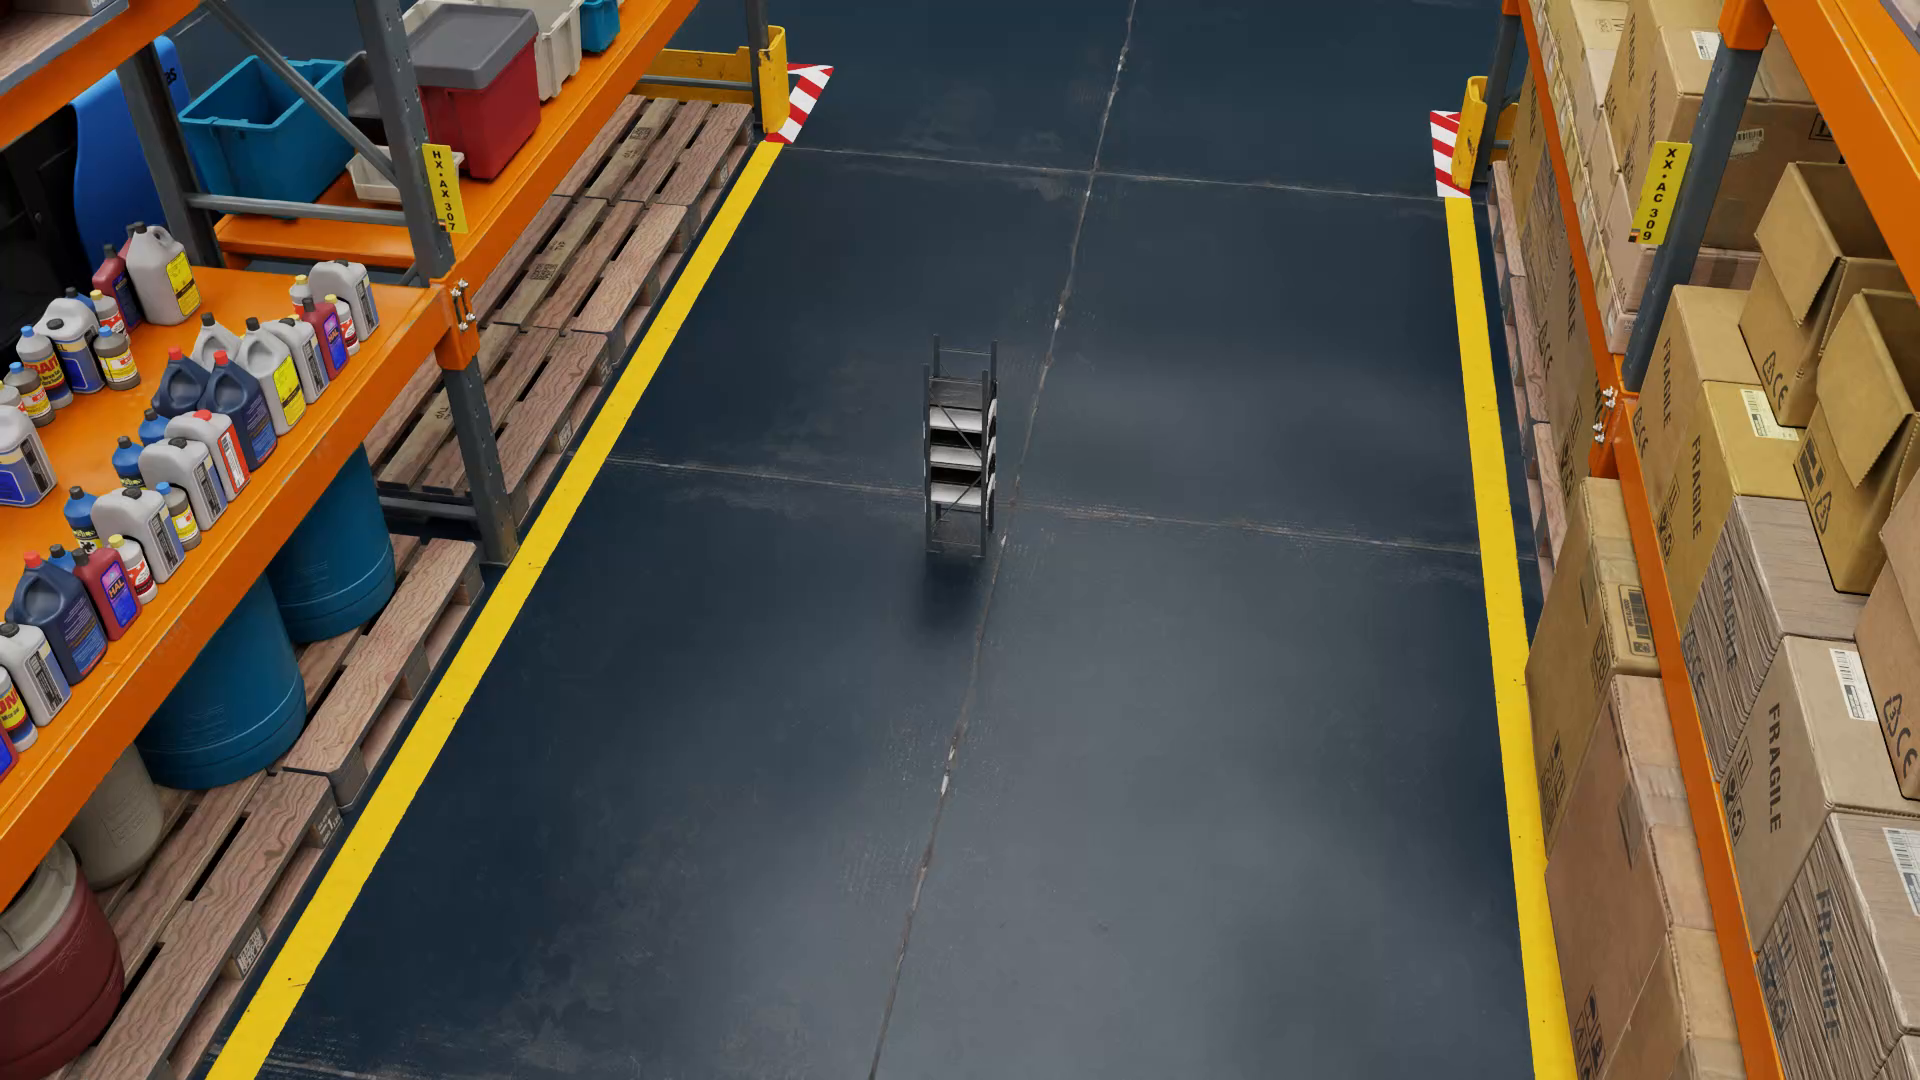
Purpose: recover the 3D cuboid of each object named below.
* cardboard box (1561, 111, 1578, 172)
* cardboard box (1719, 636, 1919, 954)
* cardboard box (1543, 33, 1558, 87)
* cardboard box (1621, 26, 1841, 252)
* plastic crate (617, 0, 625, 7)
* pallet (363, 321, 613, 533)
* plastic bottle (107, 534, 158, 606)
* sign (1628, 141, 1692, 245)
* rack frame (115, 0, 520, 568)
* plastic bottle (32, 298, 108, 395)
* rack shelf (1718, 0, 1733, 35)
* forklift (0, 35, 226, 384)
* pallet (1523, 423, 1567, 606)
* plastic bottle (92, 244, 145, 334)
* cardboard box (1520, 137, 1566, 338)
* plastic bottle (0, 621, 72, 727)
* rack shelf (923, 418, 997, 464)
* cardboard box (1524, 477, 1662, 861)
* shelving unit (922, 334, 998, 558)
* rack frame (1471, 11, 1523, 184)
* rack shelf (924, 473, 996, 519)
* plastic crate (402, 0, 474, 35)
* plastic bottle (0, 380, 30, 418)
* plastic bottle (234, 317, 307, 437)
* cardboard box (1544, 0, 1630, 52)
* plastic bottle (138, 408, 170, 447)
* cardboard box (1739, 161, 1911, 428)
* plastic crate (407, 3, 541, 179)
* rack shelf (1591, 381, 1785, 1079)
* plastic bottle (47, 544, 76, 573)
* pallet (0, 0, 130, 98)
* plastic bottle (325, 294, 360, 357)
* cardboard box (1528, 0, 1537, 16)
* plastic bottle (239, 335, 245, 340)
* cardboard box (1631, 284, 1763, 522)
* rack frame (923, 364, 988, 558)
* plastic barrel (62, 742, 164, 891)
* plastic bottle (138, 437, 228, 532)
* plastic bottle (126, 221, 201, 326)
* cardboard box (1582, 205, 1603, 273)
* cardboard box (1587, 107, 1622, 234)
[{"bbox_3d":[2.553,-1.529,6.442,0.380,0.149,0.250,6,40,7],"label":"cardboard box"},{"bbox_3d":[2.017,0.586,3.609,0.500,0.500,0.500,7,40,9],"label":"cardboard box"},{"bbox_3d":[2.686,-2.011,7.026,0.380,0.149,0.250,6,40,7],"label":"cardboard box"},{"bbox_3d":[2.417,-1.255,5.210,0.500,0.500,0.500,7,40,9],"label":"cardboard box"},{"bbox_3d":[-1.670,-2.492,7.570,0.298,0.136,0.250,6,40,8],"label":"plastic crate"},{"bbox_3d":[-2.189,-0.529,7.224,1.003,0.211,1.213,6,40,8],"label":"pallet"},{"bbox_3d":[-2.235,0.074,4.463,0.097,0.201,0.097,0,40,0],"label":"plastic bottle"},{"bbox_3d":[2.054,-1.016,4.883,0.100,0.325,0.005,6,40,8],"label":"sign"},{"bbox_3d":[-2.278,-1.138,5.772,1.000,3.000,0.127,6,40,8],"label":"rack frame"},{"bbox_3d":[-2.796,-0.612,5.233,0.152,0.276,0.135,6,40,8],"label":"plastic bottle"},{"bbox_3d":[2.947,-2.725,5.903,1.077,0.370,4.000,6,40,8],"label":"rack shelf"},{"bbox_3d":[-4.612,-1.897,6.745,1.130,2.935,3.031,9,40,10],"label":"forklift"},{"bbox_3d":[2.809,0.015,6.567,1.003,0.211,1.213,6,40,8],"label":"pallet"},{"bbox_3d":[-2.784,-0.826,5.486,0.061,0.283,0.133,6,40,8],"label":"plastic bottle"},{"bbox_3d":[3.103,-1.463,7.504,0.875,0.875,0.875,6,40,8],"label":"cardboard box"},{"bbox_3d":[-2.337,0.314,4.113,0.152,0.276,0.135,6,40,8],"label":"plastic bottle"},{"bbox_3d":[0.001,-0.396,6.433,0.258,0.077,0.200,6,40,8],"label":"rack shelf"},{"bbox_3d":[2.510,0.469,5.166,1.225,0.875,0.875,7,40,8],"label":"cardboard box"},{"bbox_3d":[0.001,-0.352,6.469,0.258,0.900,0.210,6,40,8],"label":"shelving unit"},{"bbox_3d":[3.293,-3.102,8.148,1.000,3.000,0.127,6,40,8],"label":"rack frame"},{"bbox_3d":[0.001,-0.187,6.605,0.258,0.077,0.200,6,40,8],"label":"rack shelf"},{"bbox_3d":[-2.272,-2.185,7.199,0.293,0.136,0.466,6,40,8],"label":"plastic crate"},{"bbox_3d":[-2.877,-0.391,5.025,0.097,0.201,0.097,0,40,0],"label":"plastic bottle"},{"bbox_3d":[-2.114,-0.506,5.046,0.144,0.351,0.185,6,40,8],"label":"plastic bottle"},{"bbox_3d":[2.770,-2.245,6.996,0.500,0.250,0.500,5,40,6],"label":"cardboard box"},{"bbox_3d":[-2.304,-0.261,4.813,0.097,0.271,0.097,0,40,0],"label":"plastic bottle"},{"bbox_3d":[2.498,-0.615,4.274,0.797,0.503,0.637,5,40,7],"label":"cardboard box"},{"bbox_3d":[-1.876,-1.718,6.377,0.402,0.464,0.583,6,40,8],"label":"plastic crate"},{"bbox_3d":[2.254,0.941,3.822,1.077,0.370,4.000,6,40,8],"label":"rack shelf"},{"bbox_3d":[-2.318,0.124,4.347,0.097,0.271,0.097,0,40,0],"label":"plastic bottle"},{"bbox_3d":[-2.510,-1.006,3.407,1.003,0.211,1.213,6,40,8],"label":"pallet"},{"bbox_3d":[-2.021,-0.702,5.401,0.097,0.201,0.097,0,40,0],"label":"plastic bottle"},{"bbox_3d":[2.819,-2.497,7.613,0.380,0.149,0.250,6,40,7],"label":"cardboard box"},{"bbox_3d":[-2.217,-0.551,5.218,0.097,0.201,0.097,0,40,0],"label":"plastic bottle"},{"bbox_3d":[2.275,-0.369,4.764,0.500,0.500,0.500,7,40,8],"label":"cardboard box"},{"bbox_3d":[-0.016,-0.288,6.392,0.240,0.900,0.006,6,40,8],"label":"rack frame"},{"bbox_3d":[-2.697,0.788,5.066,0.421,0.512,0.421,0,40,0],"label":"plastic barrel"},{"bbox_3d":[-2.201,-0.177,4.707,0.152,0.276,0.135,6,40,8],"label":"plastic bottle"},{"bbox_3d":[-2.665,-0.908,5.533,0.144,0.351,0.185,6,40,8],"label":"plastic bottle"},{"bbox_3d":[2.420,-1.045,5.857,0.380,0.149,0.250,6,40,7],"label":"cardboard box"},{"bbox_3d":[2.506,-1.279,5.828,0.500,0.250,0.500,8,40,9],"label":"cardboard box"}]
